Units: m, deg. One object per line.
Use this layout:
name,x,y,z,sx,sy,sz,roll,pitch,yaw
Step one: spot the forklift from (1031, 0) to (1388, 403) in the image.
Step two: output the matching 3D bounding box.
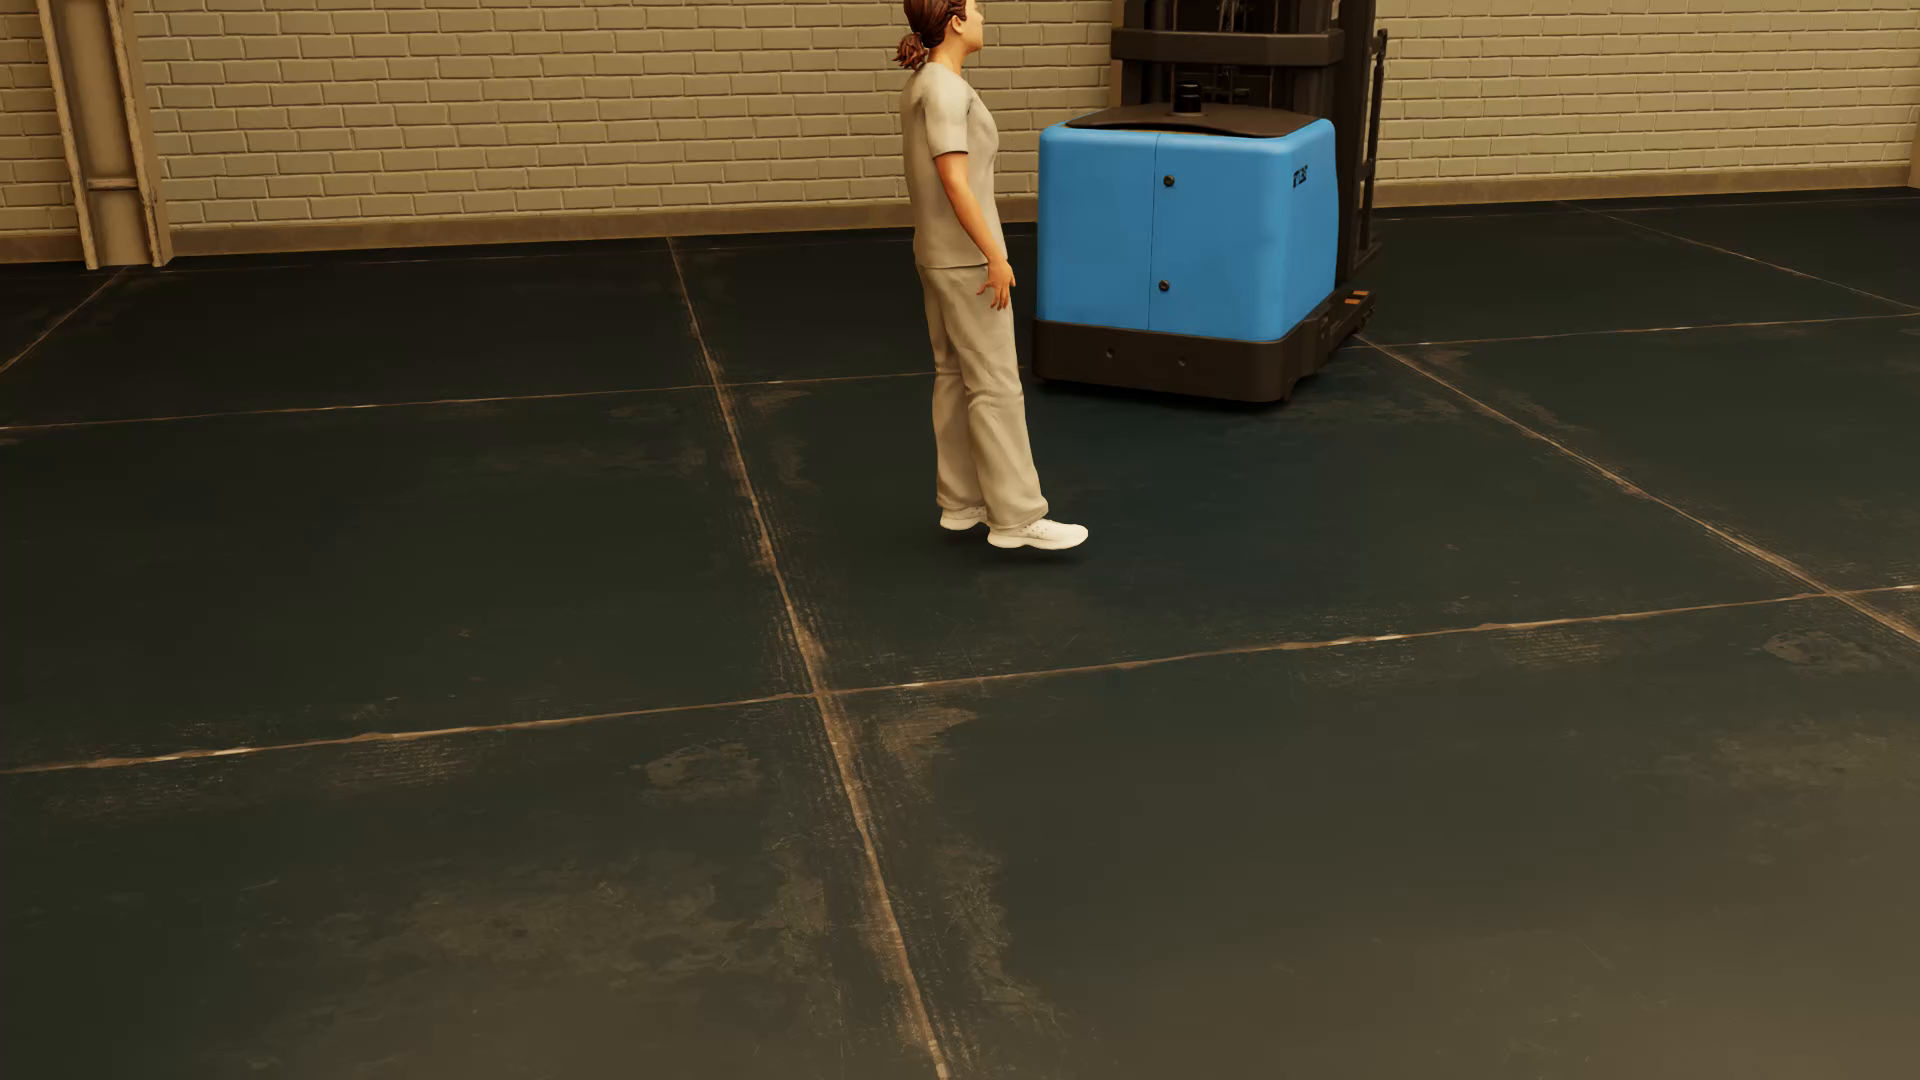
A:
forklift,1.358,-2.396,7.461,1.130,2.935,3.031,9,23,22

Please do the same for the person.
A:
person,0.075,-0.828,4.985,0.547,1.673,0.550,-5,21,-12
